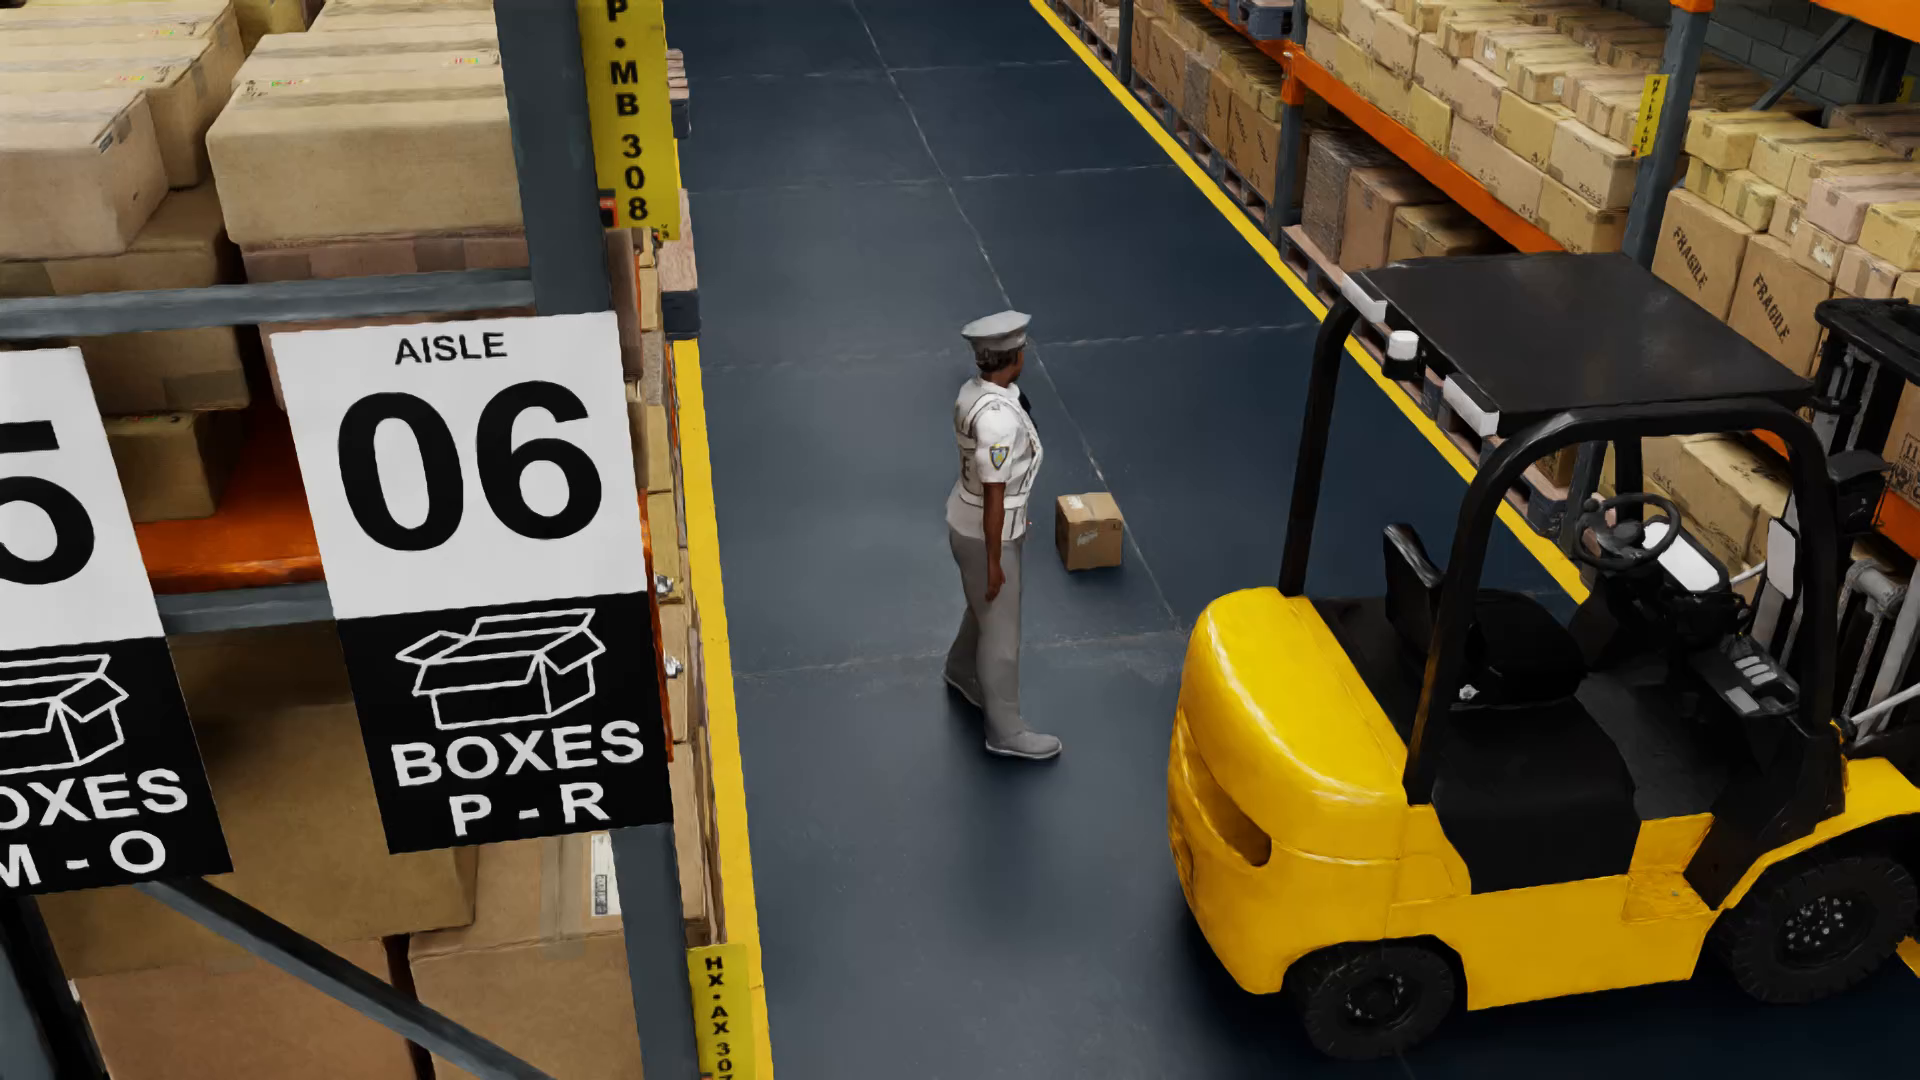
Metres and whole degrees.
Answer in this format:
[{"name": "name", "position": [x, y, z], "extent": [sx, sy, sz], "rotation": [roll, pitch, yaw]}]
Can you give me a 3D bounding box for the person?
[{"name": "person", "position": [0.159, -0.005, 6.175], "extent": [0.490, 1.638, 0.592], "rotation": [2, 31, 3]}]
